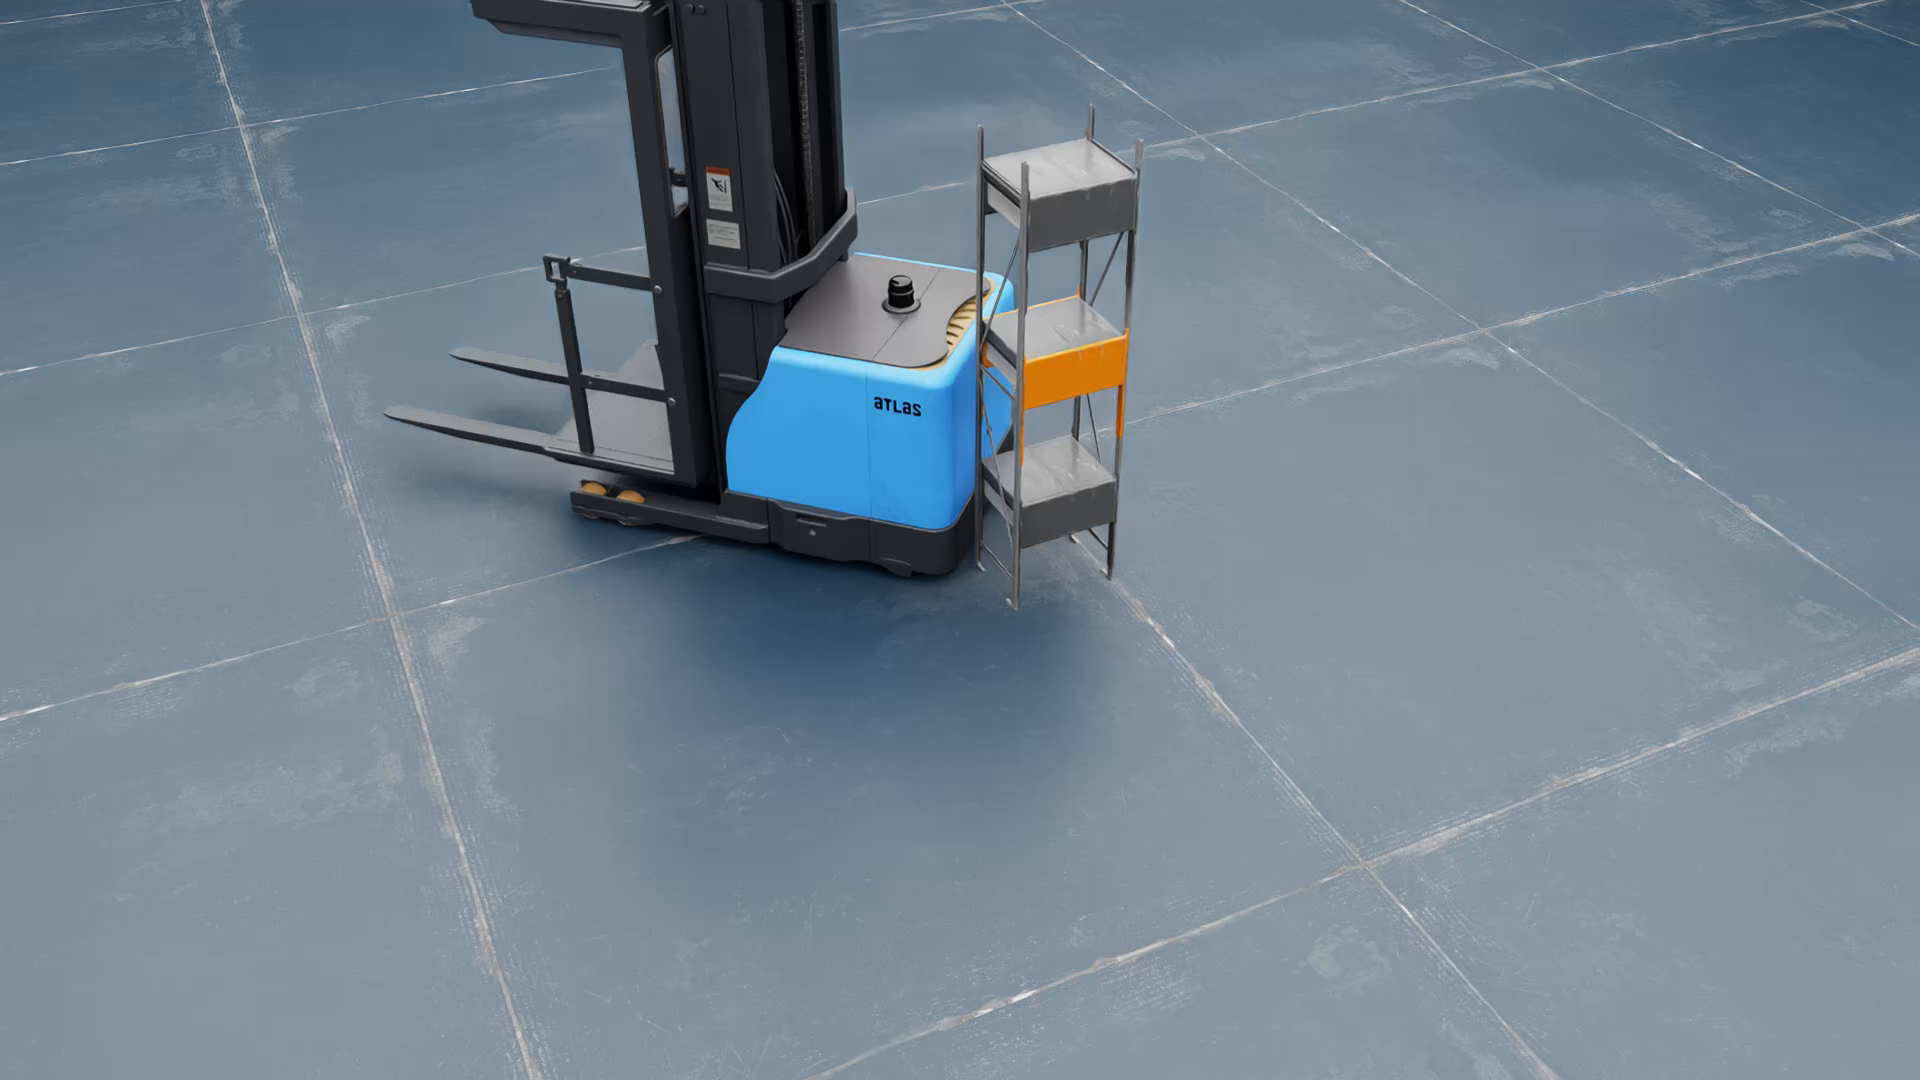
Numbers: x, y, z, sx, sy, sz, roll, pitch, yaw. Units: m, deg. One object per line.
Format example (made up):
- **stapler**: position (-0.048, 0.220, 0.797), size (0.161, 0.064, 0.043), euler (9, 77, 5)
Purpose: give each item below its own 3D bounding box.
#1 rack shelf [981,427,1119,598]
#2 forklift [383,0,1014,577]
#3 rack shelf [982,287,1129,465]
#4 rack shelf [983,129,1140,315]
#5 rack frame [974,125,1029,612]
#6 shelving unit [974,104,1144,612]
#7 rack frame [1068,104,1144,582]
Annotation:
- **rack shelf**: position (0.379, -0.127, 7.356), size (0.480, 0.518, 0.431), euler (-16, 40, -21)
- **forklift**: position (-1.317, -1.528, 7.350), size (3.031, 2.935, 1.130), euler (11, 38, 15)
- **rack shelf**: position (0.379, -0.689, 6.939), size (0.480, 0.518, 0.431), euler (-16, 40, -21)
- **rack shelf**: position (0.379, -1.251, 6.522), size (0.480, 0.518, 0.431), euler (-16, 40, -21)
- **rack frame**: position (0.159, -0.636, 6.845), size (0.015, 2.100, 0.400), euler (-16, 40, -21)
- **shelving unit**: position (0.379, -0.700, 6.931), size (0.503, 2.100, 0.431), euler (-16, 40, -21)
- **rack frame**: position (0.598, -0.764, 7.017), size (0.015, 2.100, 0.400), euler (-16, 40, -21)
